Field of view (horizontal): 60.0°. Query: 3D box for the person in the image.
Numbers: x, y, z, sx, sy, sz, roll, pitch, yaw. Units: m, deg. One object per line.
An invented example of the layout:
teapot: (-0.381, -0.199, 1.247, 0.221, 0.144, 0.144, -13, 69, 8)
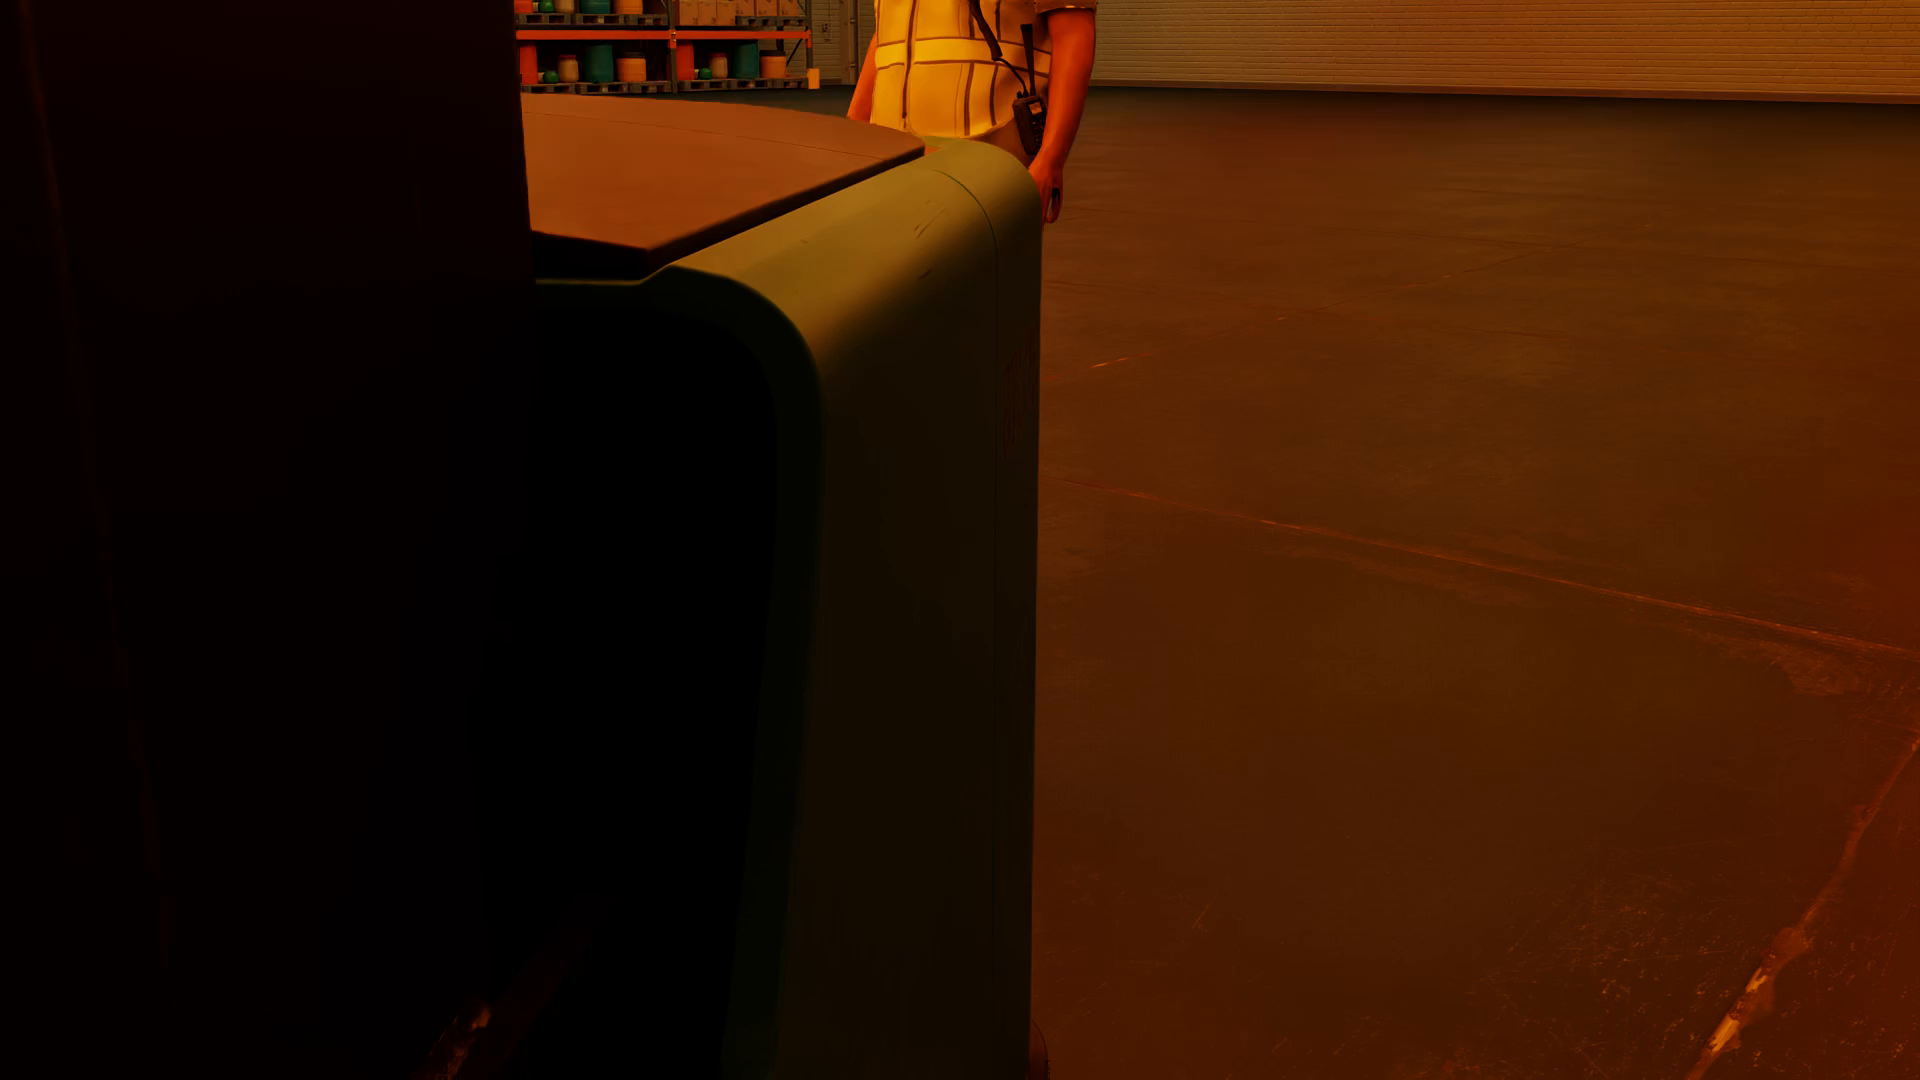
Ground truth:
person: (-0.058, -0.844, 3.630, 0.641, 1.779, 0.574, 13, 21, 37)
